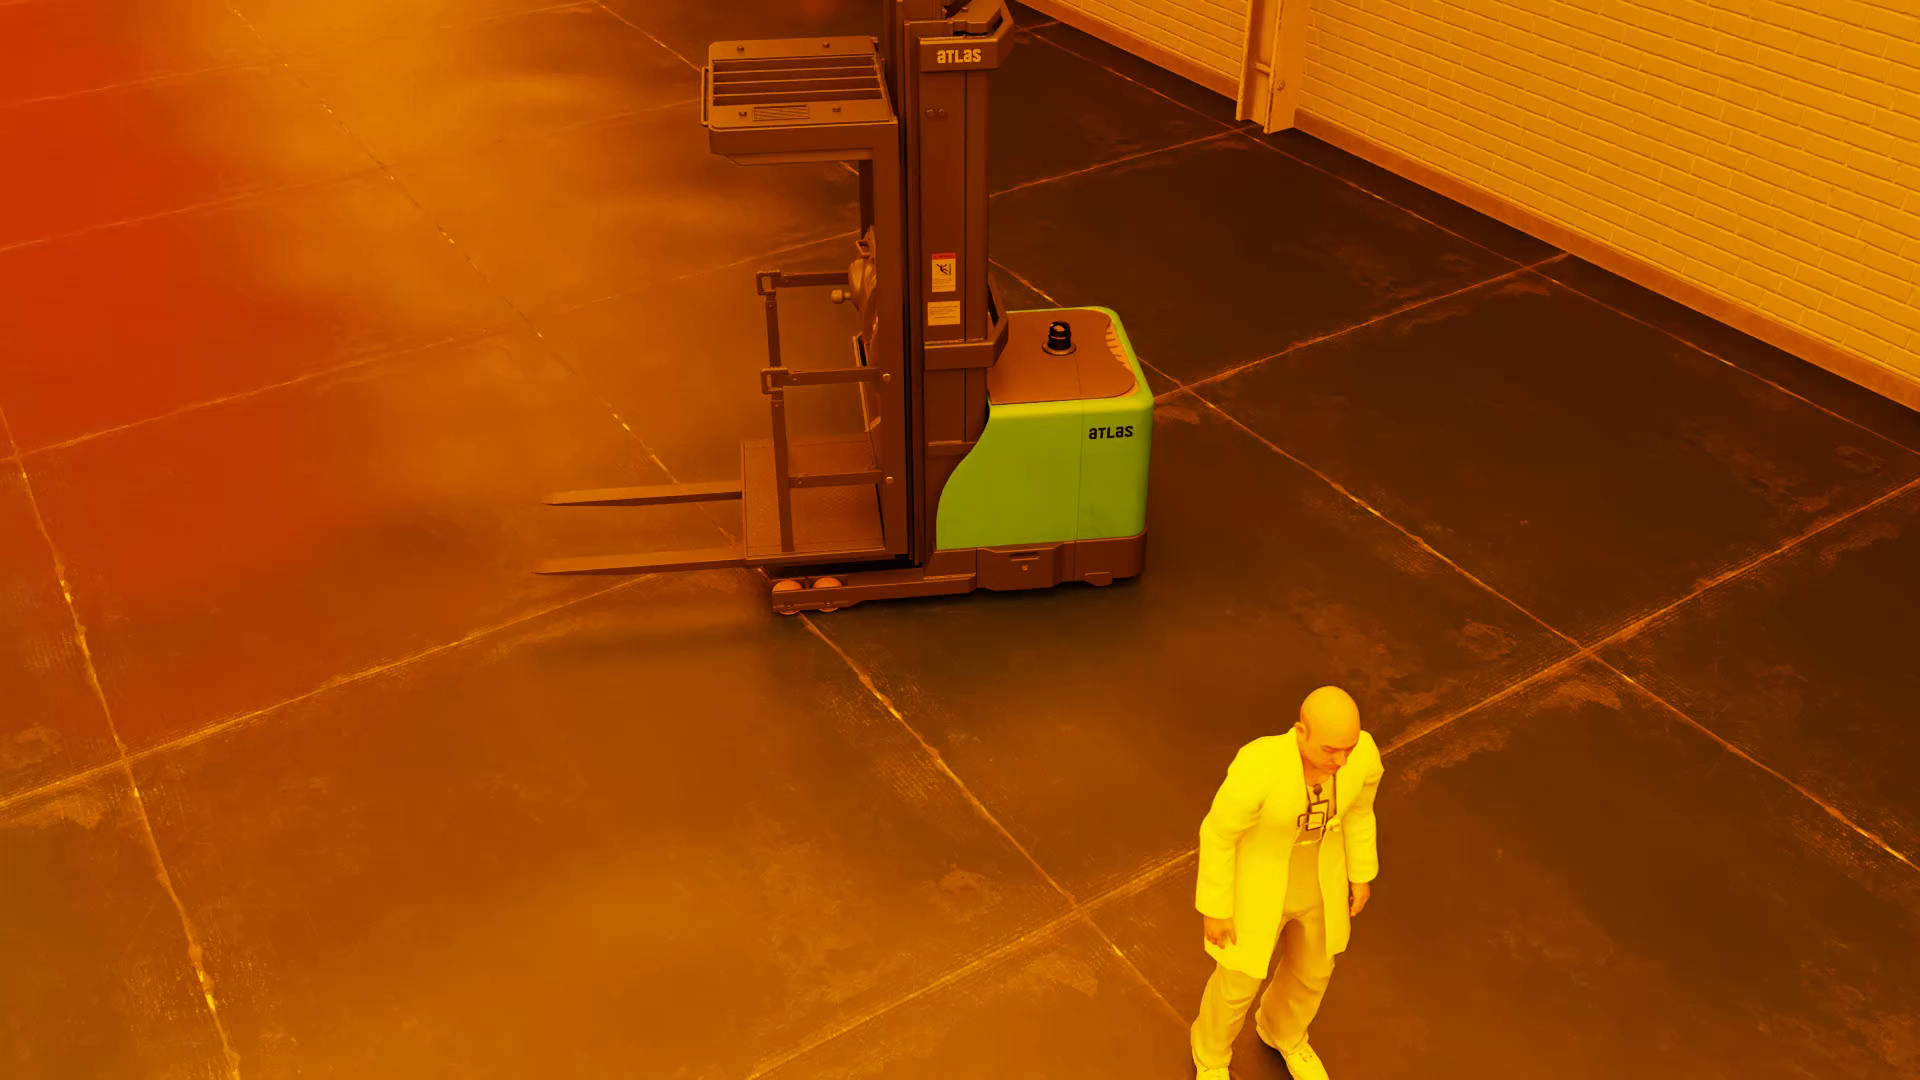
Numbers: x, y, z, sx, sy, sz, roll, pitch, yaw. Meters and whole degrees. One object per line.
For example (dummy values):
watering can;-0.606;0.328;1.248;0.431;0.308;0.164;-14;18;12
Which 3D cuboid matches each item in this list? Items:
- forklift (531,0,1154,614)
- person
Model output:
forklift;-0.625;-1.156;7.793;3.031;2.935;1.130;-4;35;-6
person;1.079;1.162;5.501;0.649;1.774;0.420;-10;36;-14
